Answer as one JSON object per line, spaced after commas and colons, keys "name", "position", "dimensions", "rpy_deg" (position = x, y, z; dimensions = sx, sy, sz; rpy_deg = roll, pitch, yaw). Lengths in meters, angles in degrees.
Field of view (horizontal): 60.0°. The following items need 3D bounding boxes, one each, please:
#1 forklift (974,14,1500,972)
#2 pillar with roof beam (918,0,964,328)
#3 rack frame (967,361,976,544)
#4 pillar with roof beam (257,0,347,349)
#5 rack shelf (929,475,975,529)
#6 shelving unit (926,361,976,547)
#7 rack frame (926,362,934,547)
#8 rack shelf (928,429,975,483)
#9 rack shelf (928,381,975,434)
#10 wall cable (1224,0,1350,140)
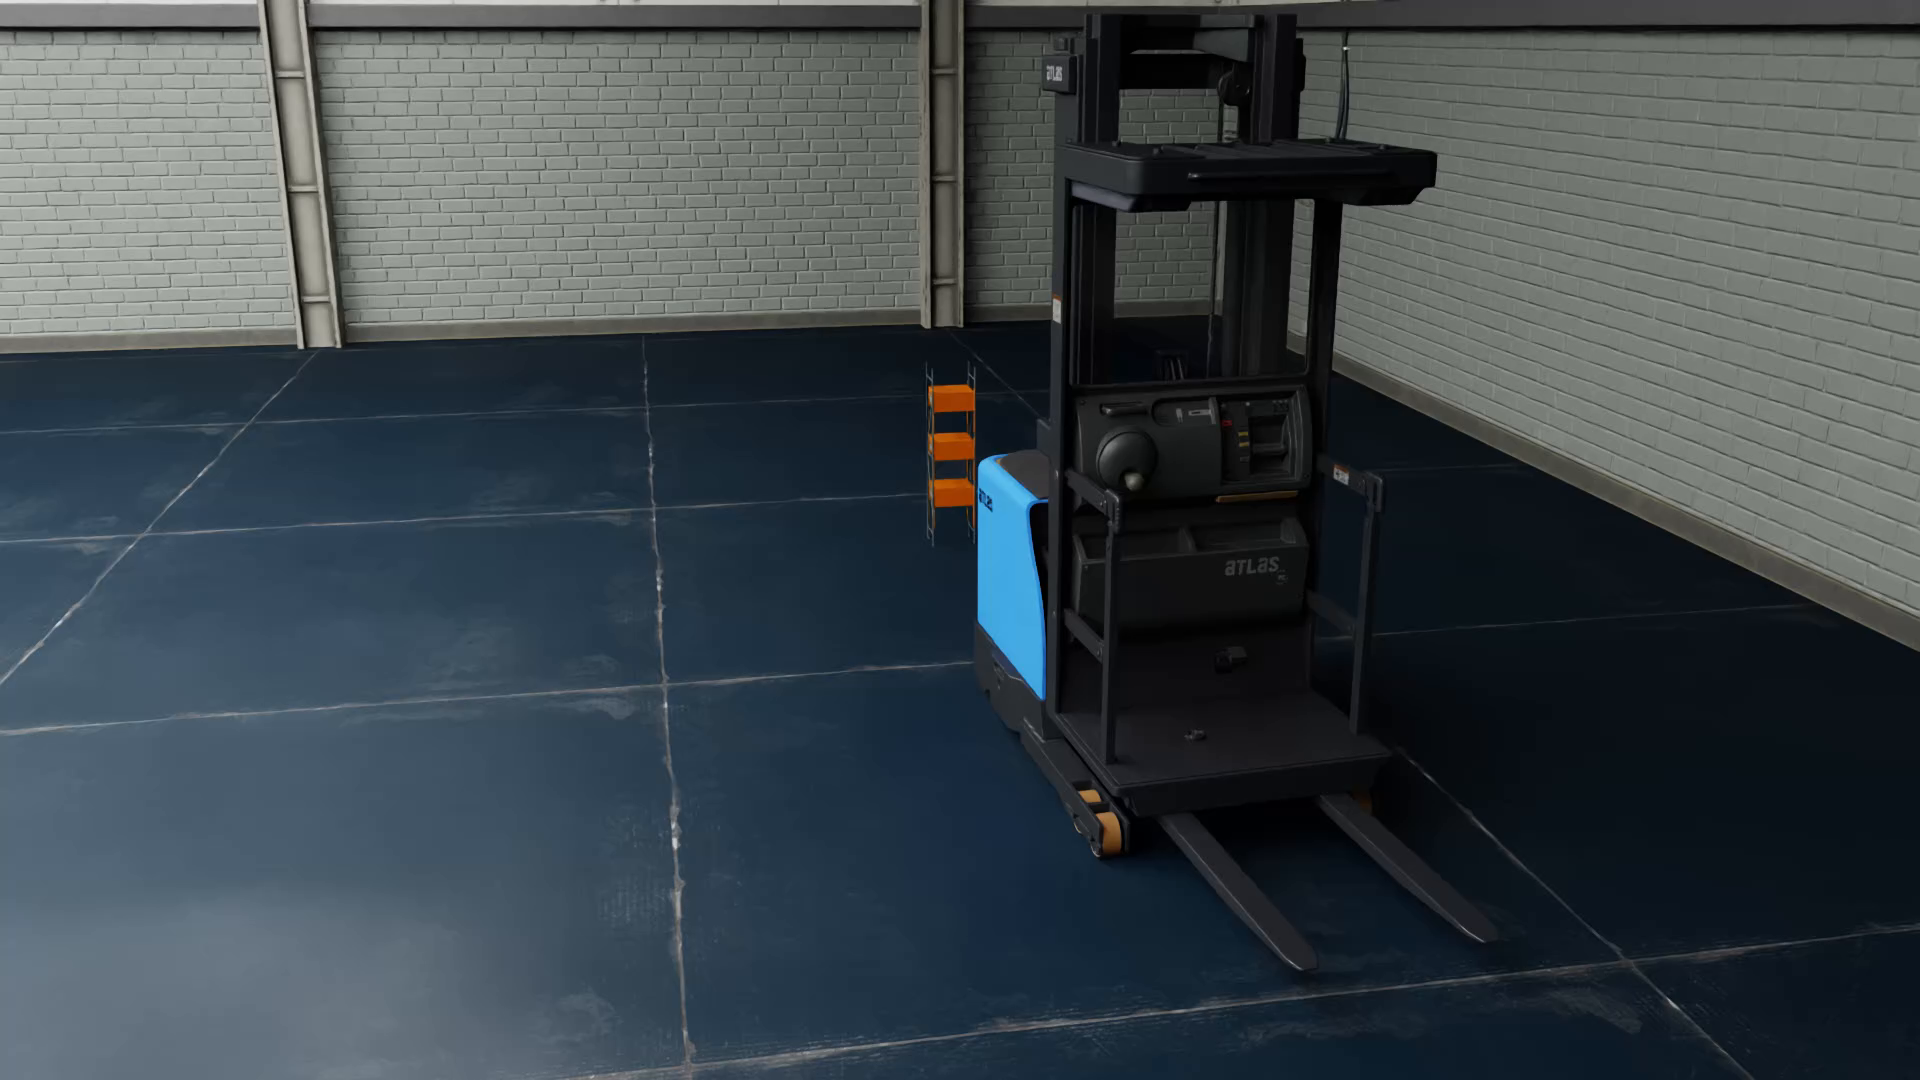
{"name": "forklift", "position": [0.939, -0.371, 6.029], "dimensions": [1.130, 2.935, 3.031], "rpy_deg": [-4, 18, -14]}
{"name": "pillar with roof beam", "position": [0.635, -5.249, 11.574], "dimensions": [0.400, 9.000, 9.100], "rpy_deg": [-3, 17, -10]}
{"name": "rack frame", "position": [0.067, -0.506, 9.670], "dimensions": [0.008, 1.050, 0.200], "rpy_deg": [-3, 17, -10]}
{"name": "pillar with roof beam", "position": [-5.256, -4.914, 10.486], "dimensions": [0.400, 9.000, 9.100], "rpy_deg": [-3, 17, -10]}
{"name": "rack shelf", "position": [-0.053, -0.223, 9.733], "dimensions": [0.240, 0.259, 0.215], "rpy_deg": [-3, 17, -10]}
{"name": "shelving unit", "position": [-0.053, -0.499, 9.648], "dimensions": [0.252, 1.050, 0.215], "rpy_deg": [-3, 17, -10]}
{"name": "rack frame", "position": [-0.172, -0.492, 9.626], "dimensions": [0.008, 1.050, 0.200], "rpy_deg": [-3, 17, -10]}
{"name": "rack shelf", "position": [-0.053, -0.489, 9.651], "dimensions": [0.240, 0.259, 0.215], "rpy_deg": [-3, 17, -10]}
{"name": "rack shelf", "position": [-0.053, -0.760, 9.568], "dimensions": [0.240, 0.259, 0.215], "rpy_deg": [-3, 17, -10]}
{"name": "wall cable", "position": [2.962, -4.788, 15.363], "dimensions": [0.112, 2.526, 3.097], "rpy_deg": [-3, 17, -10]}
